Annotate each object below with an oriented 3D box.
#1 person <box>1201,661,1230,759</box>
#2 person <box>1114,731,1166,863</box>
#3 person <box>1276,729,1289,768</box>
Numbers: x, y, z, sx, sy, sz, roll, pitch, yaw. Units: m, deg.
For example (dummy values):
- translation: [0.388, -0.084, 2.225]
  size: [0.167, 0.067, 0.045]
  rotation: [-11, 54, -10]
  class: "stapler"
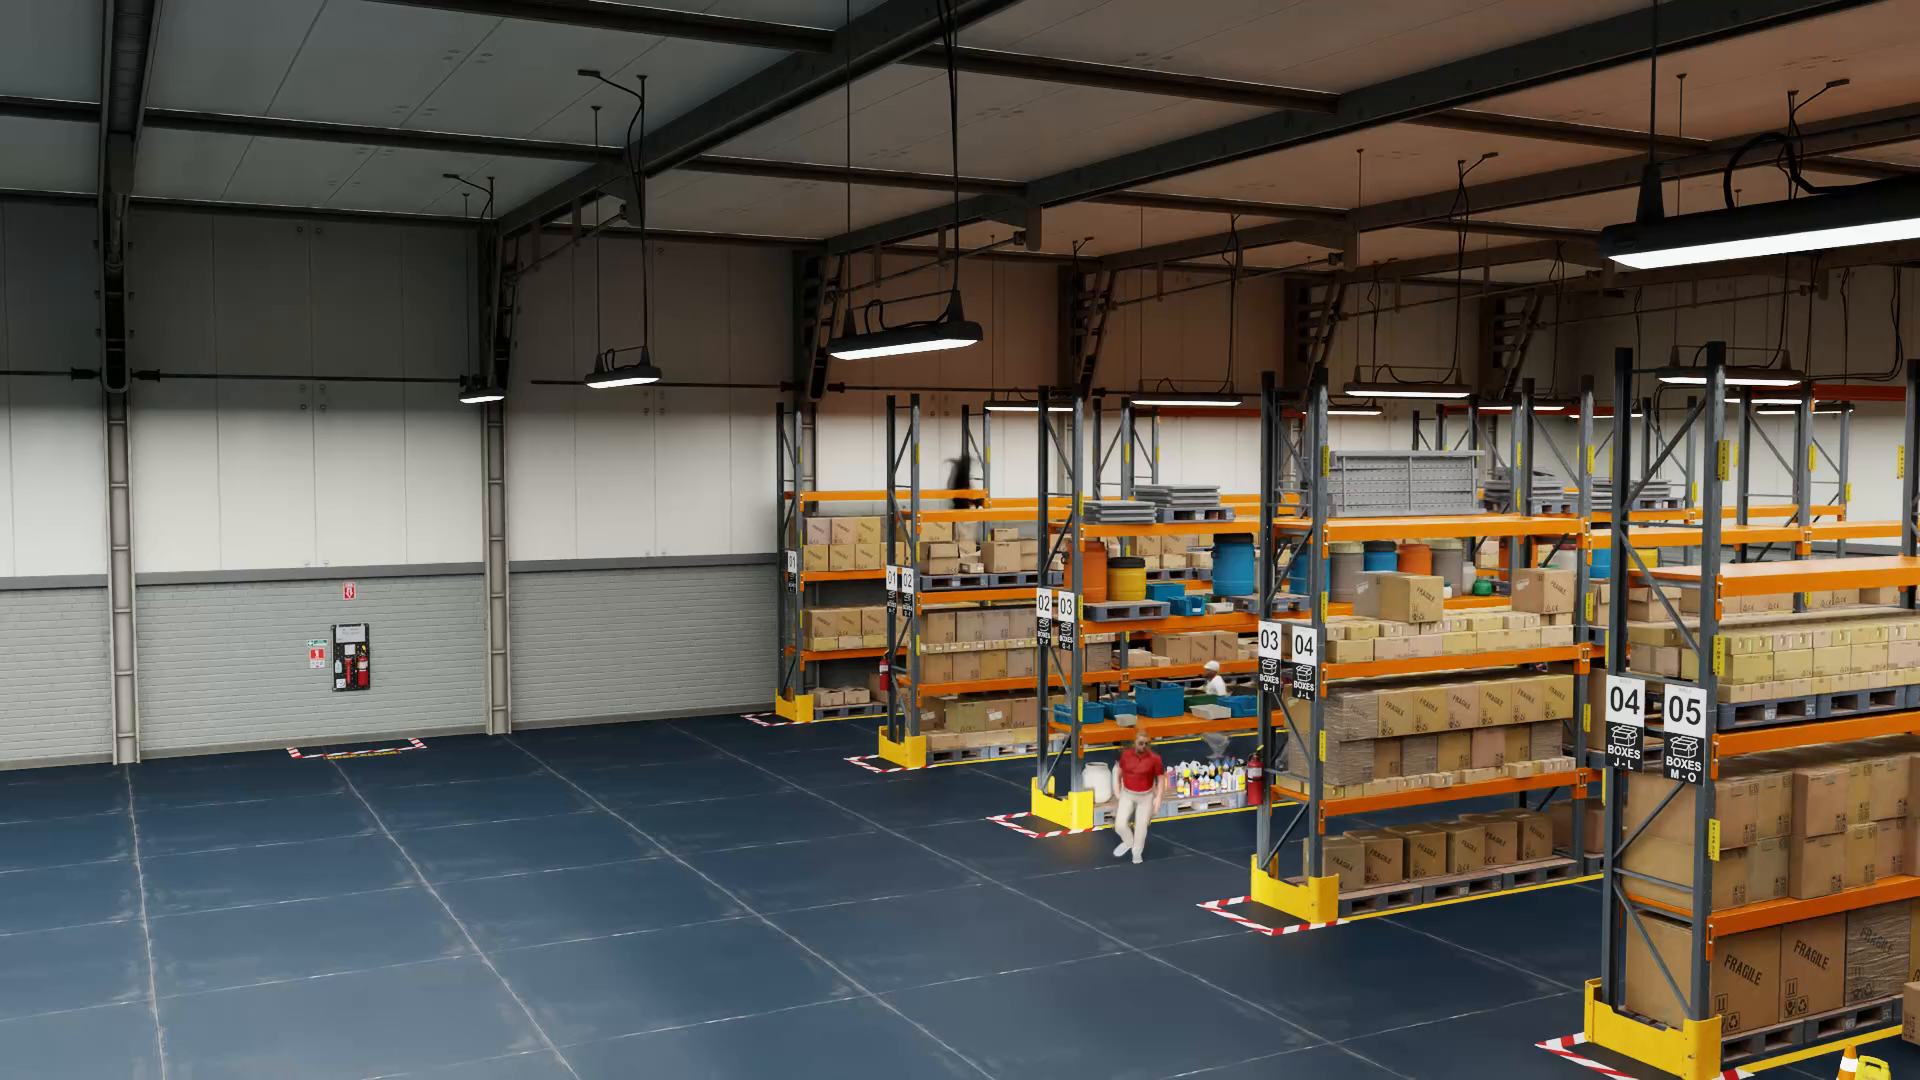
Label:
- translation: [4.187, 2.805, 27.288]
  size: [0.533, 1.667, 0.779]
  rotation: [-1, 3, -14]
  class: "person"
- translation: [2.202, 3.167, 20.457]
  size: [0.661, 1.680, 0.655]
  rotation: [1, 3, 11]
  class: "person"
- translation: [5.332, 2.864, 26.312]
  size: [0.905, 1.556, 0.579]
  rotation: [0, 3, 6]
  class: "person"
